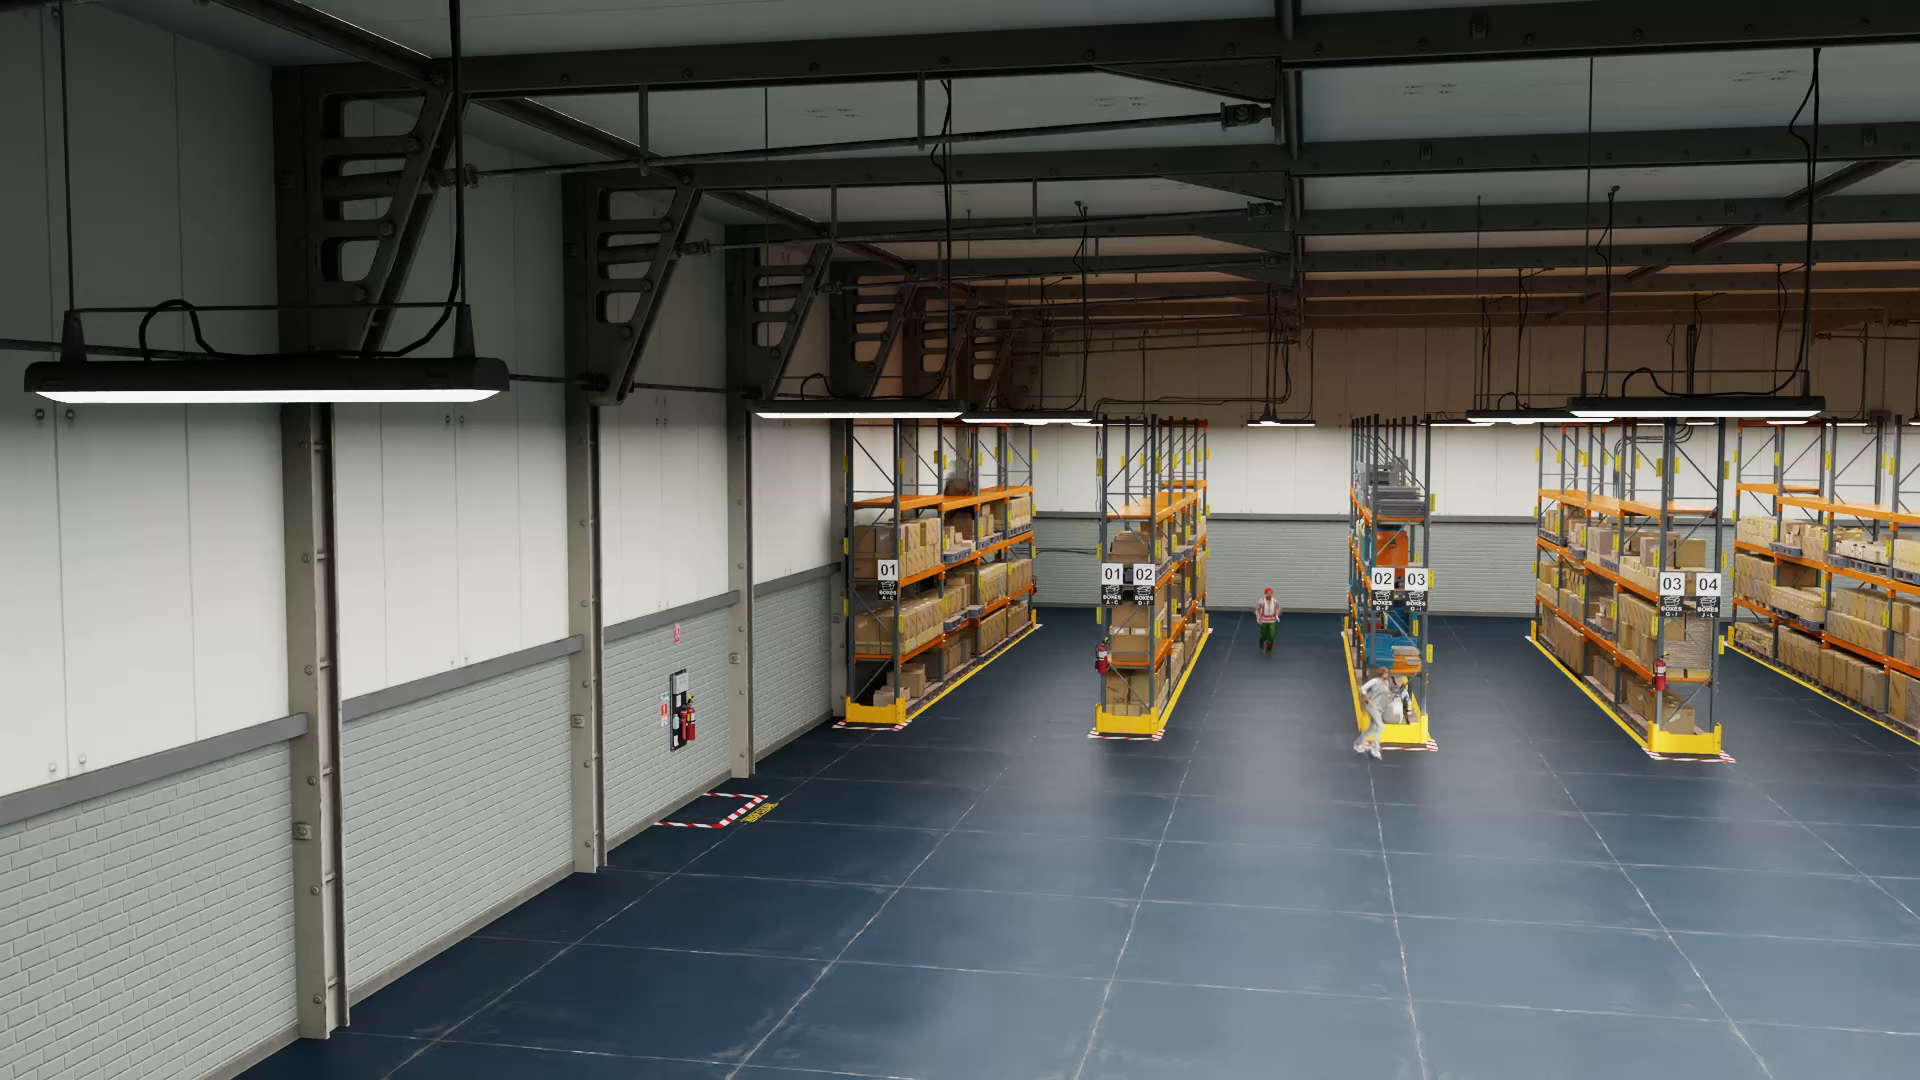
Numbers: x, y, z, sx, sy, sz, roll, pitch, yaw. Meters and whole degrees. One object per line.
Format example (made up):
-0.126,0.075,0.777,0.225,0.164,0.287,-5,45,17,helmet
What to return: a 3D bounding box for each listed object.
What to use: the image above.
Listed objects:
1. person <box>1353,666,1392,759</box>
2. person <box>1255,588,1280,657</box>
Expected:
7.289,3.010,29.242,0.607,1.598,0.668,-4,5,-45,person
7.764,2.063,42.017,0.631,1.741,0.706,0,4,-2,person
